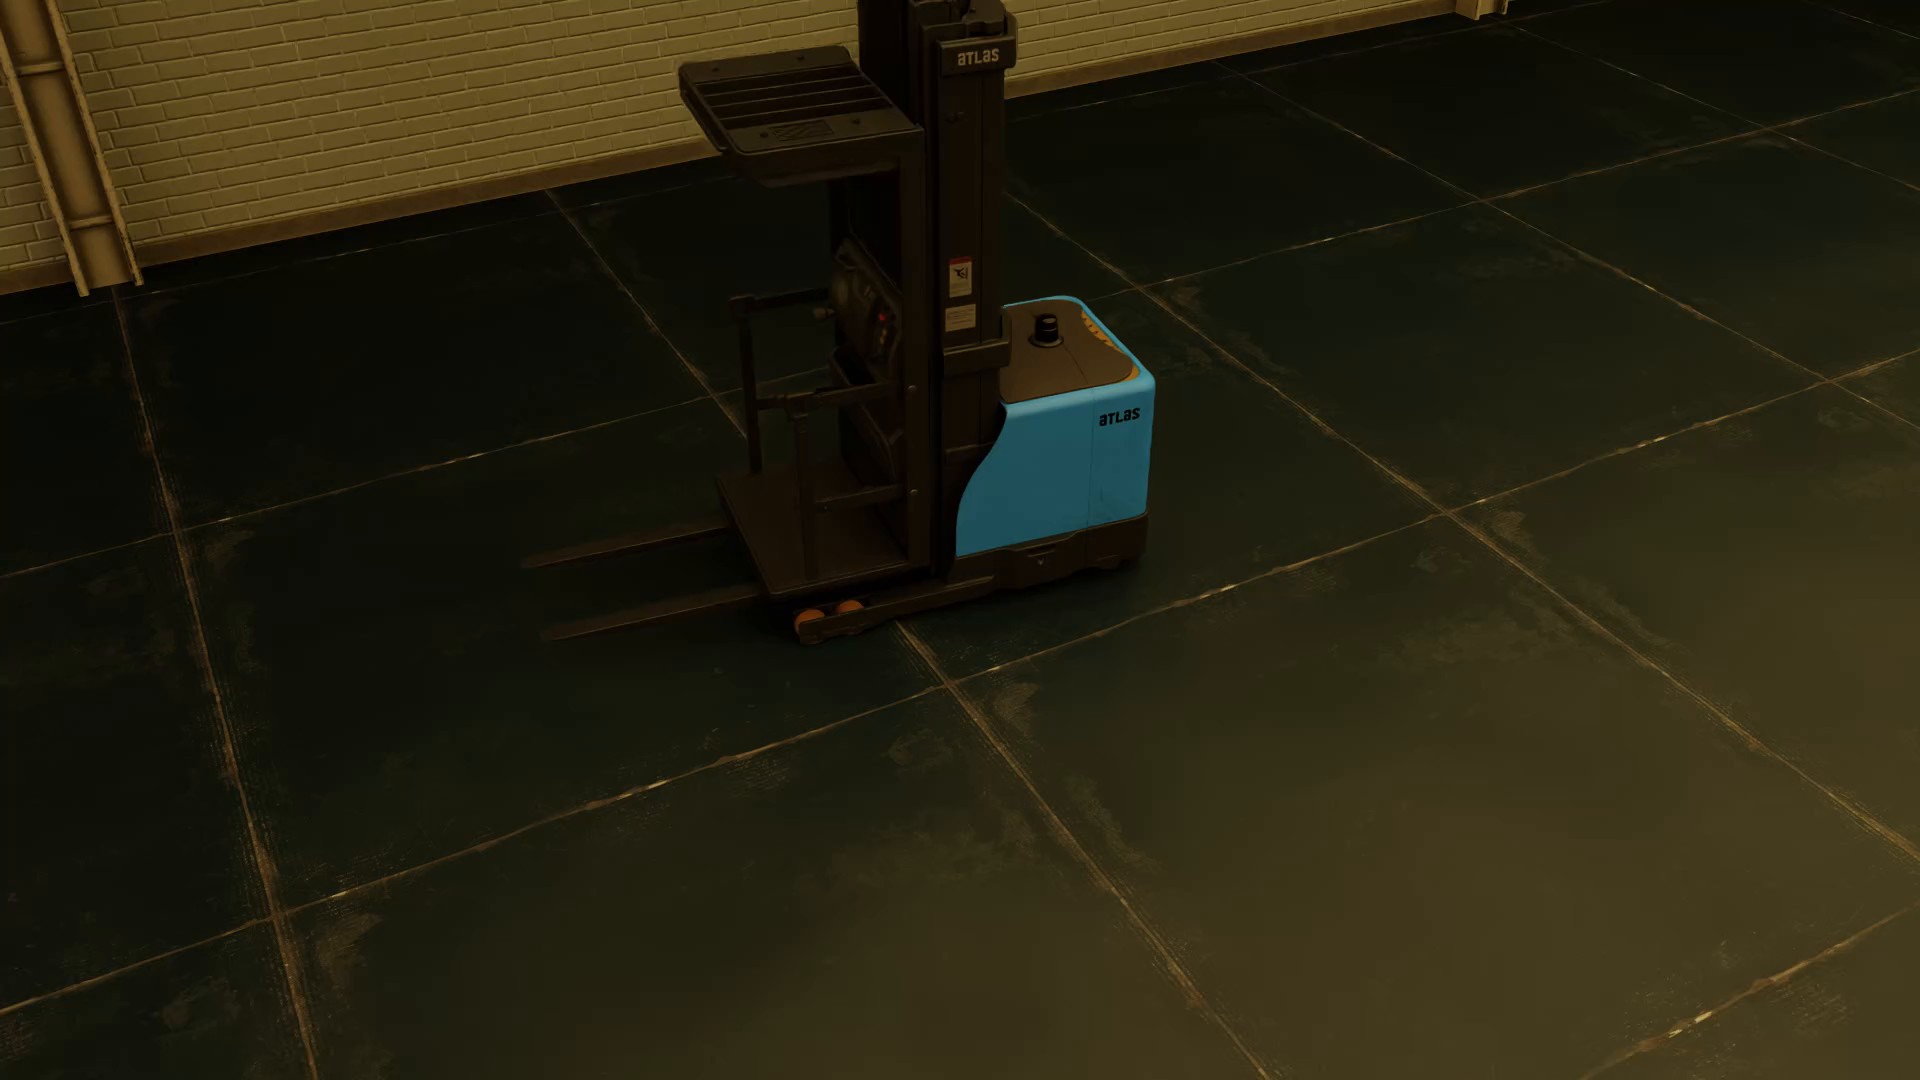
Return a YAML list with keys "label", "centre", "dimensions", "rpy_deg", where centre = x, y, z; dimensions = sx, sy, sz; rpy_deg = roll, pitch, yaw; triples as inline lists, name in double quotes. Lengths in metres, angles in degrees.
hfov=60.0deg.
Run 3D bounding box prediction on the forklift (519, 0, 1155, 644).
- label: "forklift"
  centre: [-0.623, -1.044, 7.599]
  dimensions: [3.031, 2.935, 1.130]
  rpy_deg: [-12, 37, -17]
